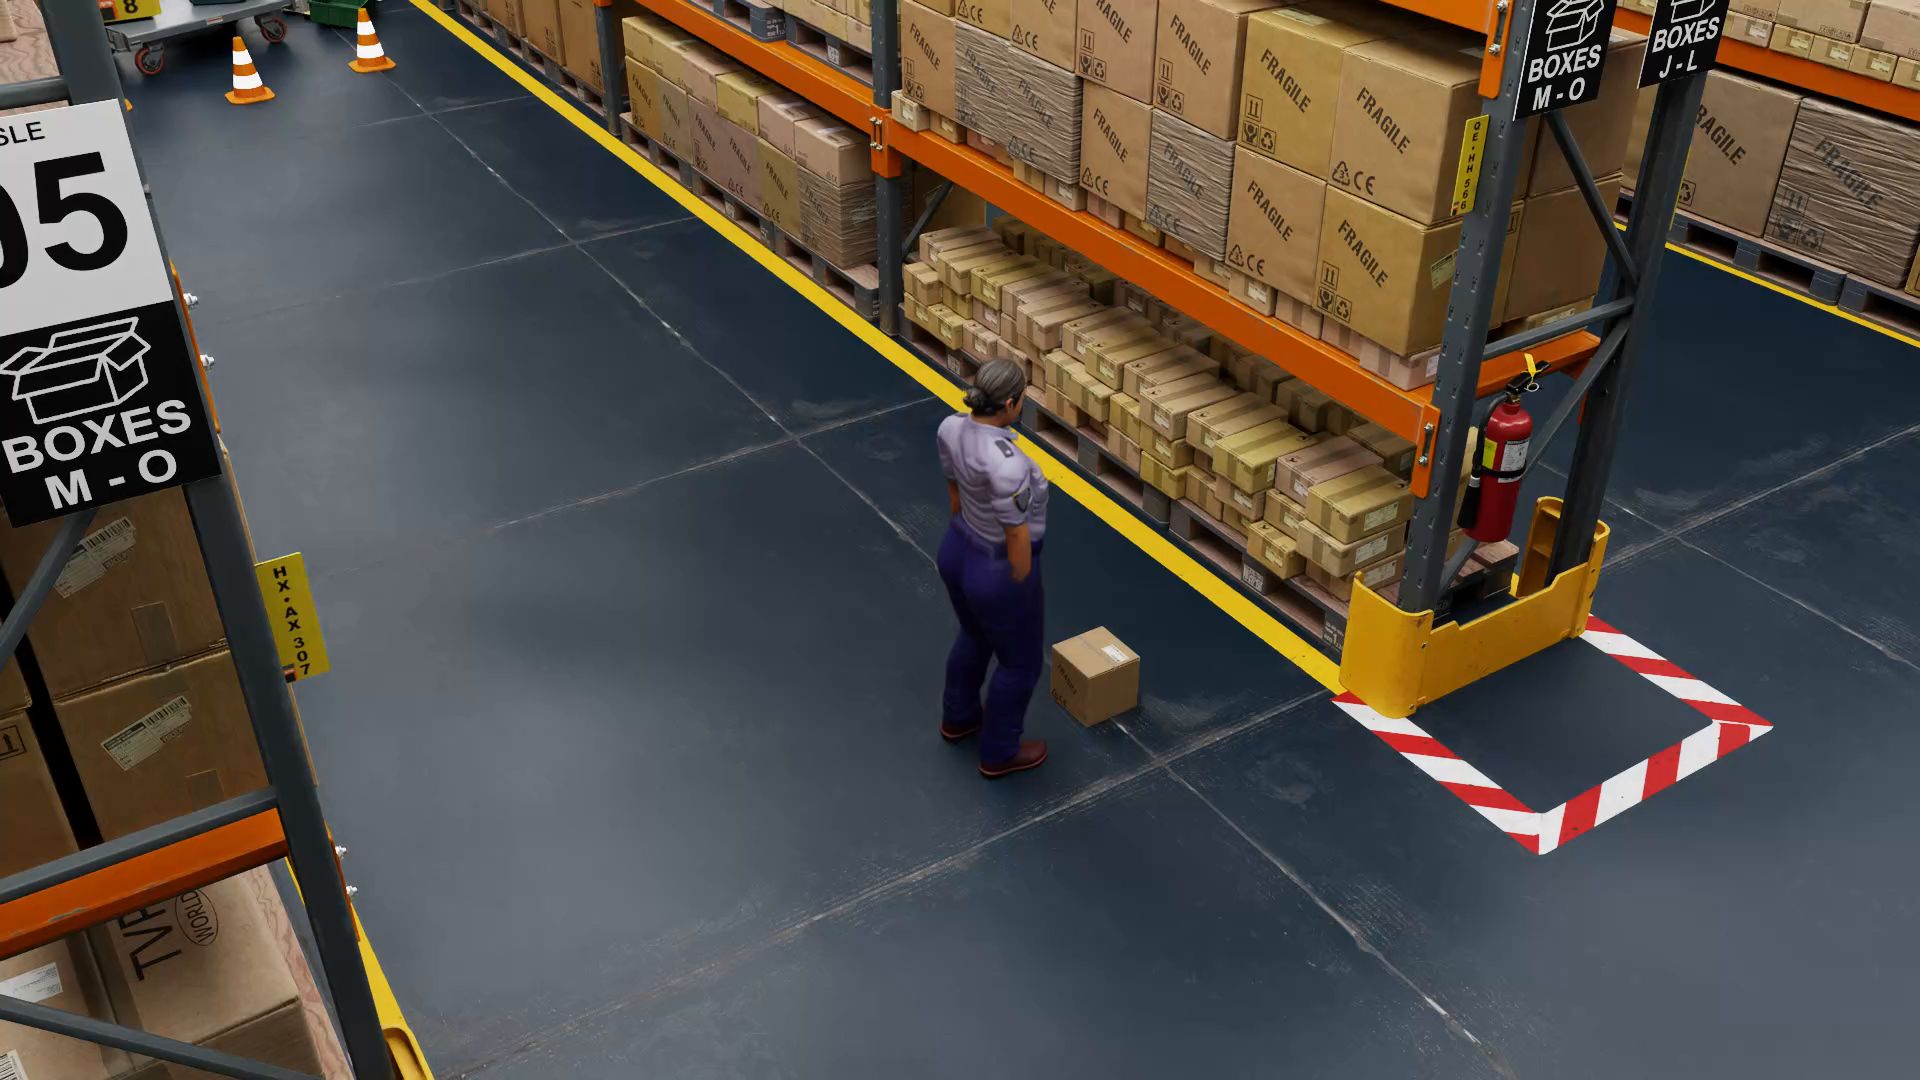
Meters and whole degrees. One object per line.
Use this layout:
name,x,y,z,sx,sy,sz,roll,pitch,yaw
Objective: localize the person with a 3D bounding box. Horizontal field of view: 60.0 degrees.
person,0.110,0.105,6.025,0.339,1.617,0.474,-18,37,-26
